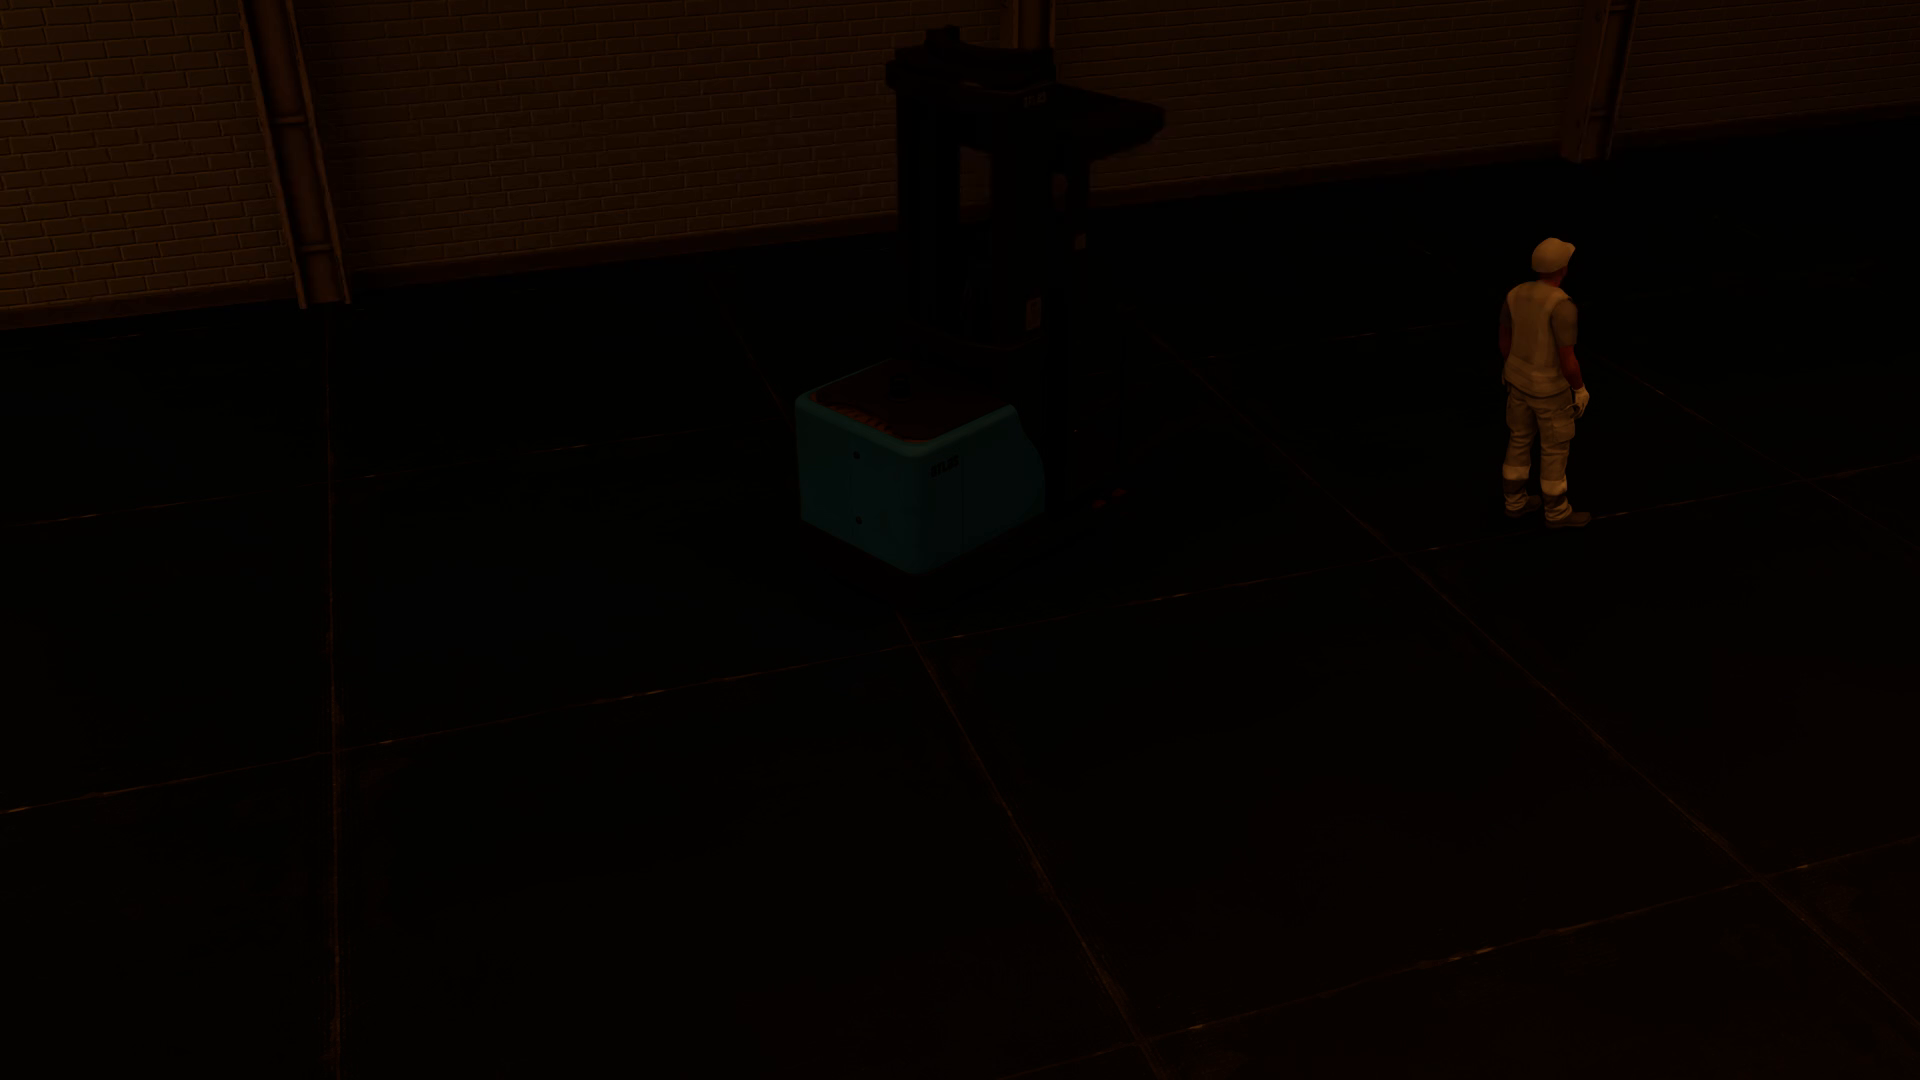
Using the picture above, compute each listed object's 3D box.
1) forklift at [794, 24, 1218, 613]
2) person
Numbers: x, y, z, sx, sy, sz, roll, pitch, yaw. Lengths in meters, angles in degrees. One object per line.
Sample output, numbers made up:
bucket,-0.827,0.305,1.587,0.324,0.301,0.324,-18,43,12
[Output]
forklift,0.437,-1.508,9.708,1.130,2.935,3.031,25,39,37
person,3.495,-0.939,9.850,0.564,1.787,0.638,-14,33,-23
